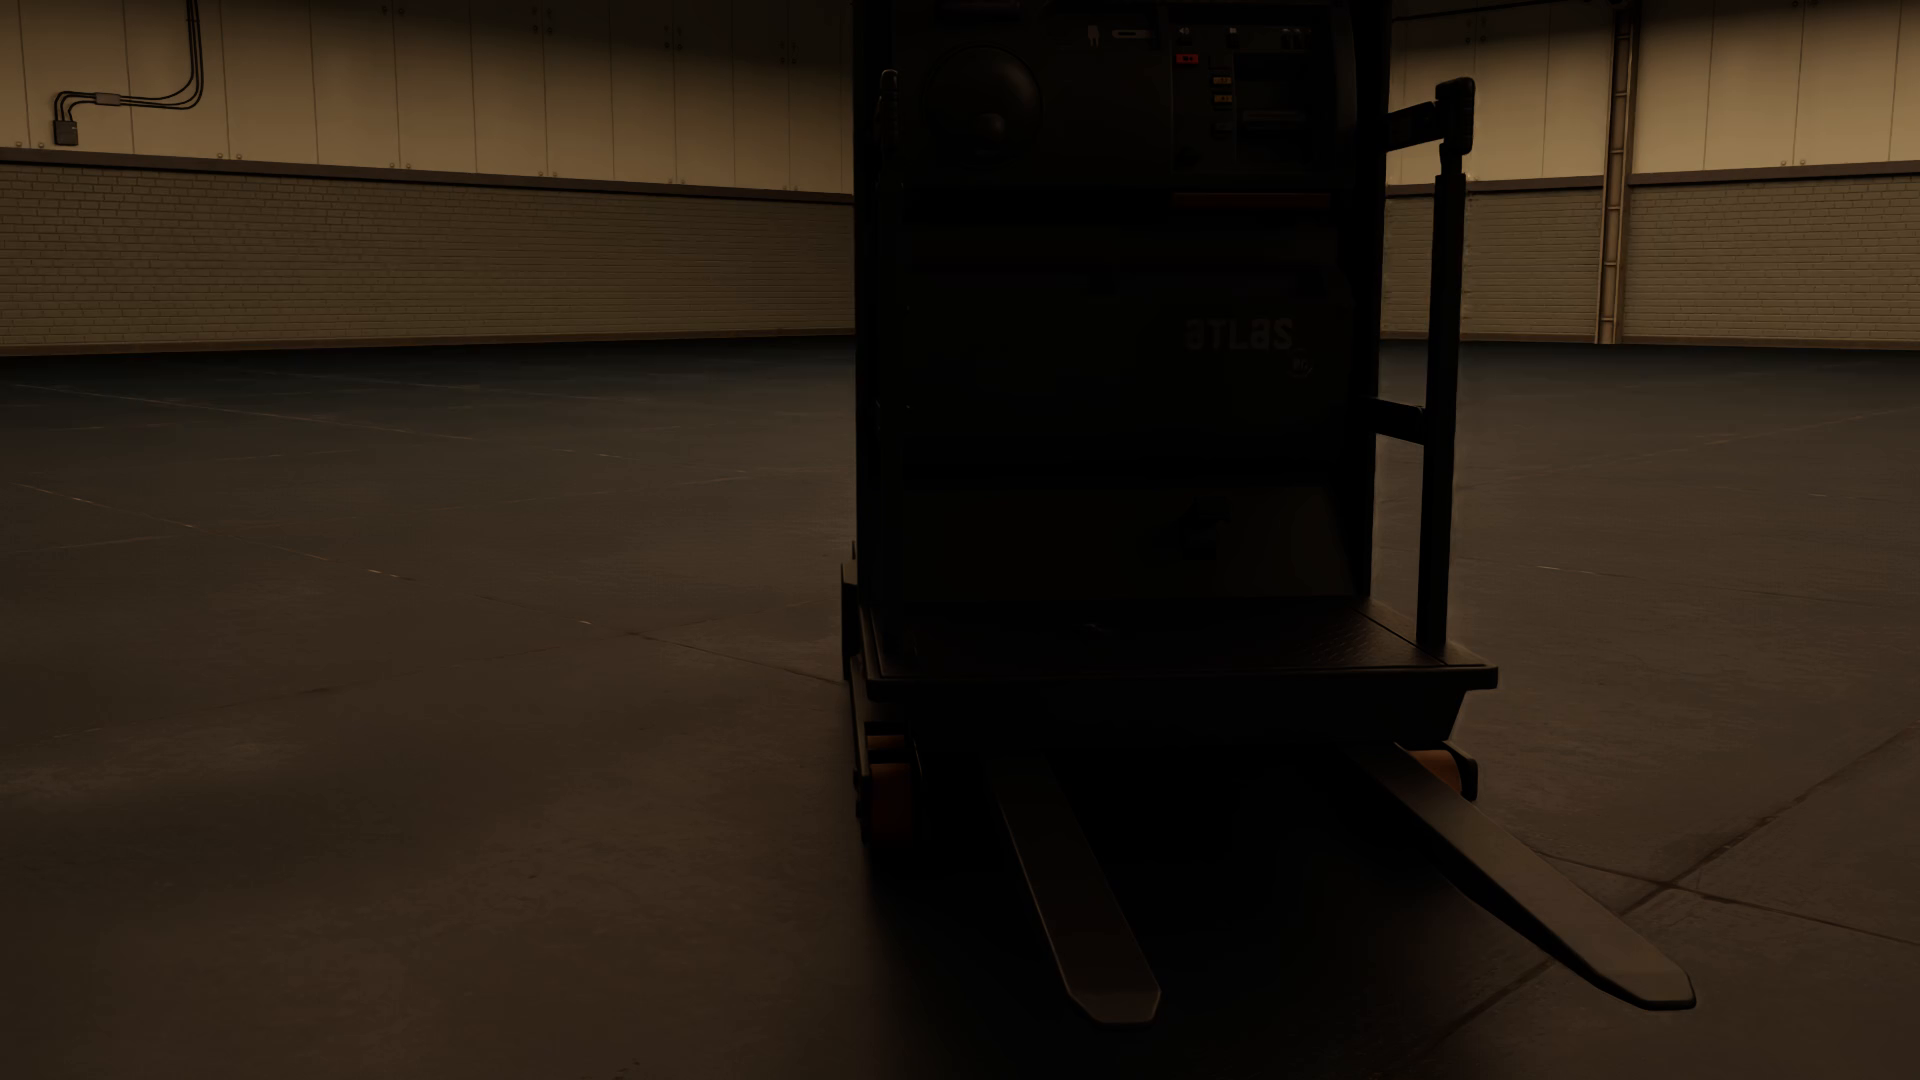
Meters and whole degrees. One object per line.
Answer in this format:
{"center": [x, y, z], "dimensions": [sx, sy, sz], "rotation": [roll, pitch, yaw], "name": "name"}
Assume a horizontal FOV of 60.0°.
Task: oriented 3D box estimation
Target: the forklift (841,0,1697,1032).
{"center": [0.348, -0.939, 3.108], "dimensions": [1.130, 2.935, 3.031], "rotation": [-1, 9, -5], "name": "forklift"}
